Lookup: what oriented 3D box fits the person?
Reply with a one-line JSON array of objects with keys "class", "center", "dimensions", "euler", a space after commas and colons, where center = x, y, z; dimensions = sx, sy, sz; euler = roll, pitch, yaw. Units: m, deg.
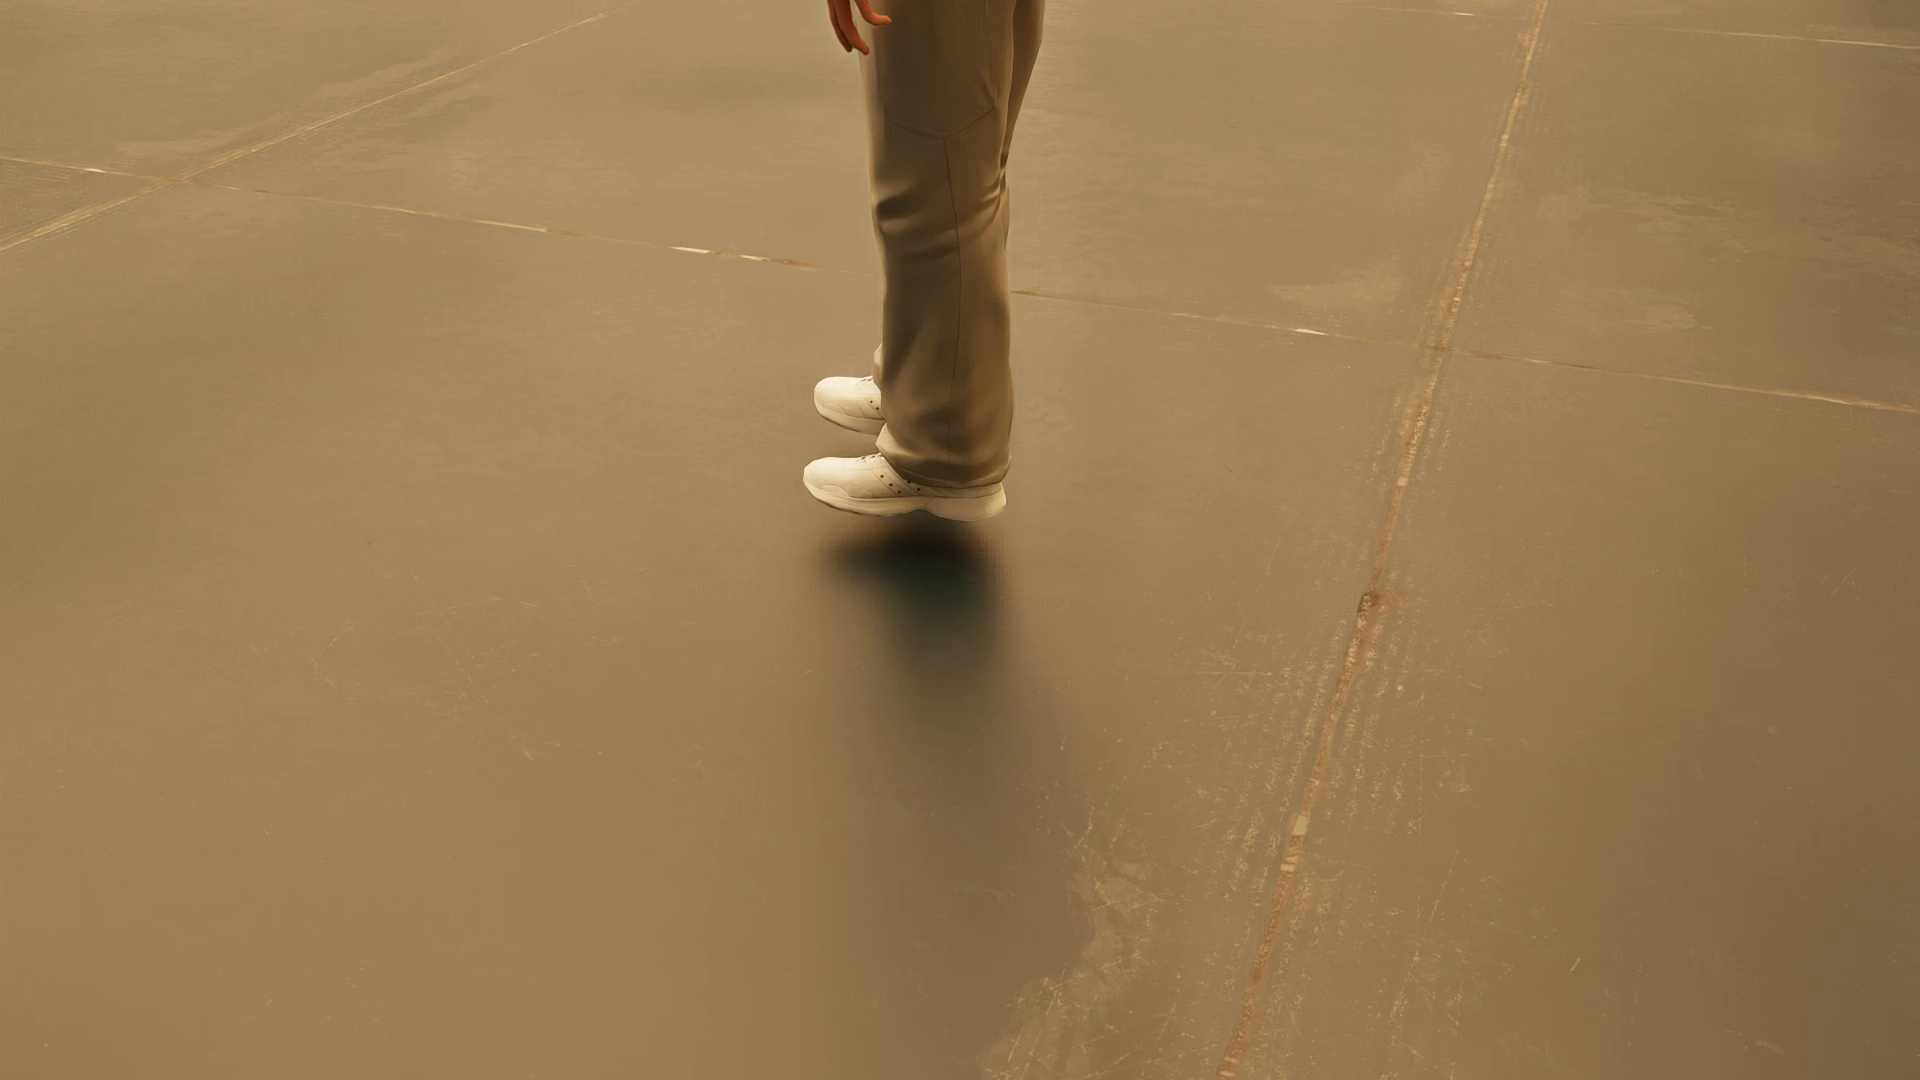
[{"class": "person", "center": [-0.064, -0.789, 2.097], "dimensions": [0.549, 1.675, 0.549], "euler": [10, 31, 18]}]
